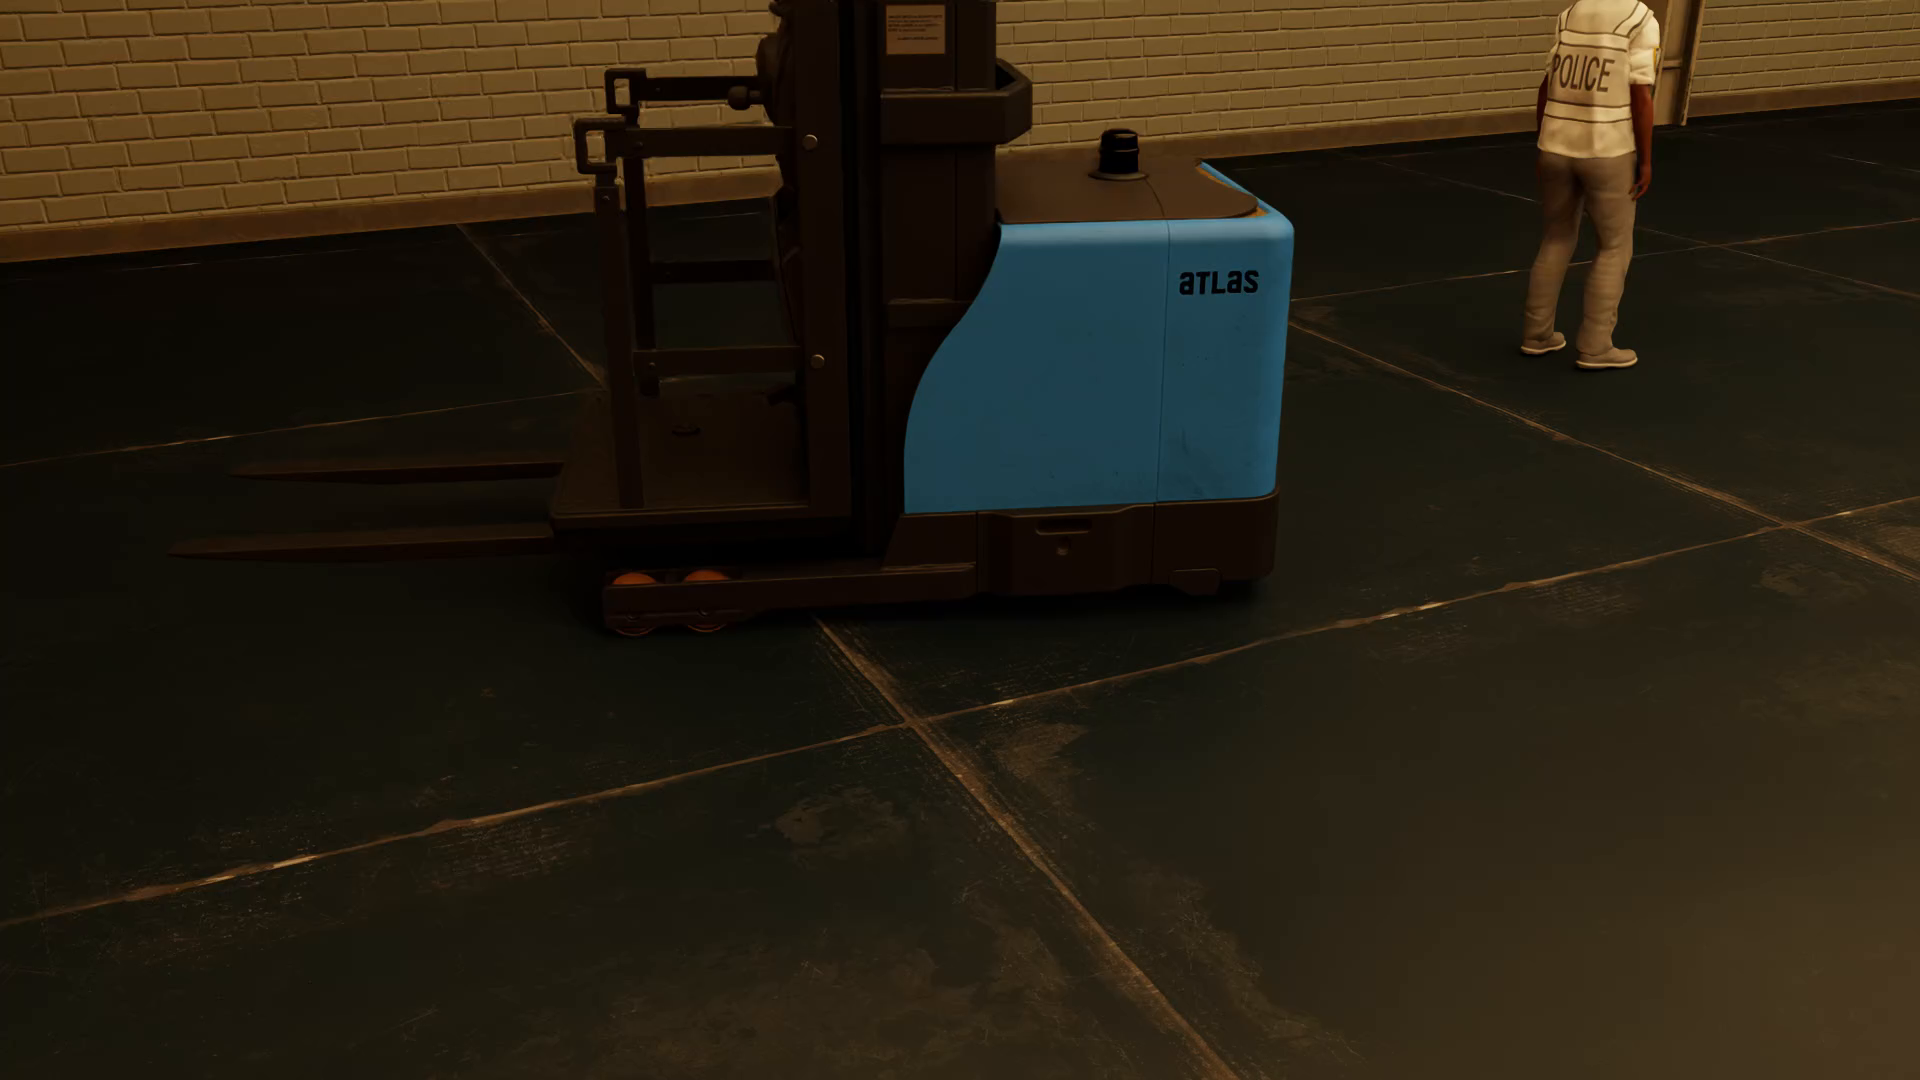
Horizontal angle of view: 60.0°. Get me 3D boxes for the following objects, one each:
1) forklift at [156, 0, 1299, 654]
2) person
[{"bbox_3d":[-0.646,-1.278,4.363,3.031,2.935,1.130,-6,23,-13],"label":"forklift"},{"bbox_3d":[2.523,-1.523,6.618,0.396,1.656,0.510,-17,28,-35],"label":"person"}]
